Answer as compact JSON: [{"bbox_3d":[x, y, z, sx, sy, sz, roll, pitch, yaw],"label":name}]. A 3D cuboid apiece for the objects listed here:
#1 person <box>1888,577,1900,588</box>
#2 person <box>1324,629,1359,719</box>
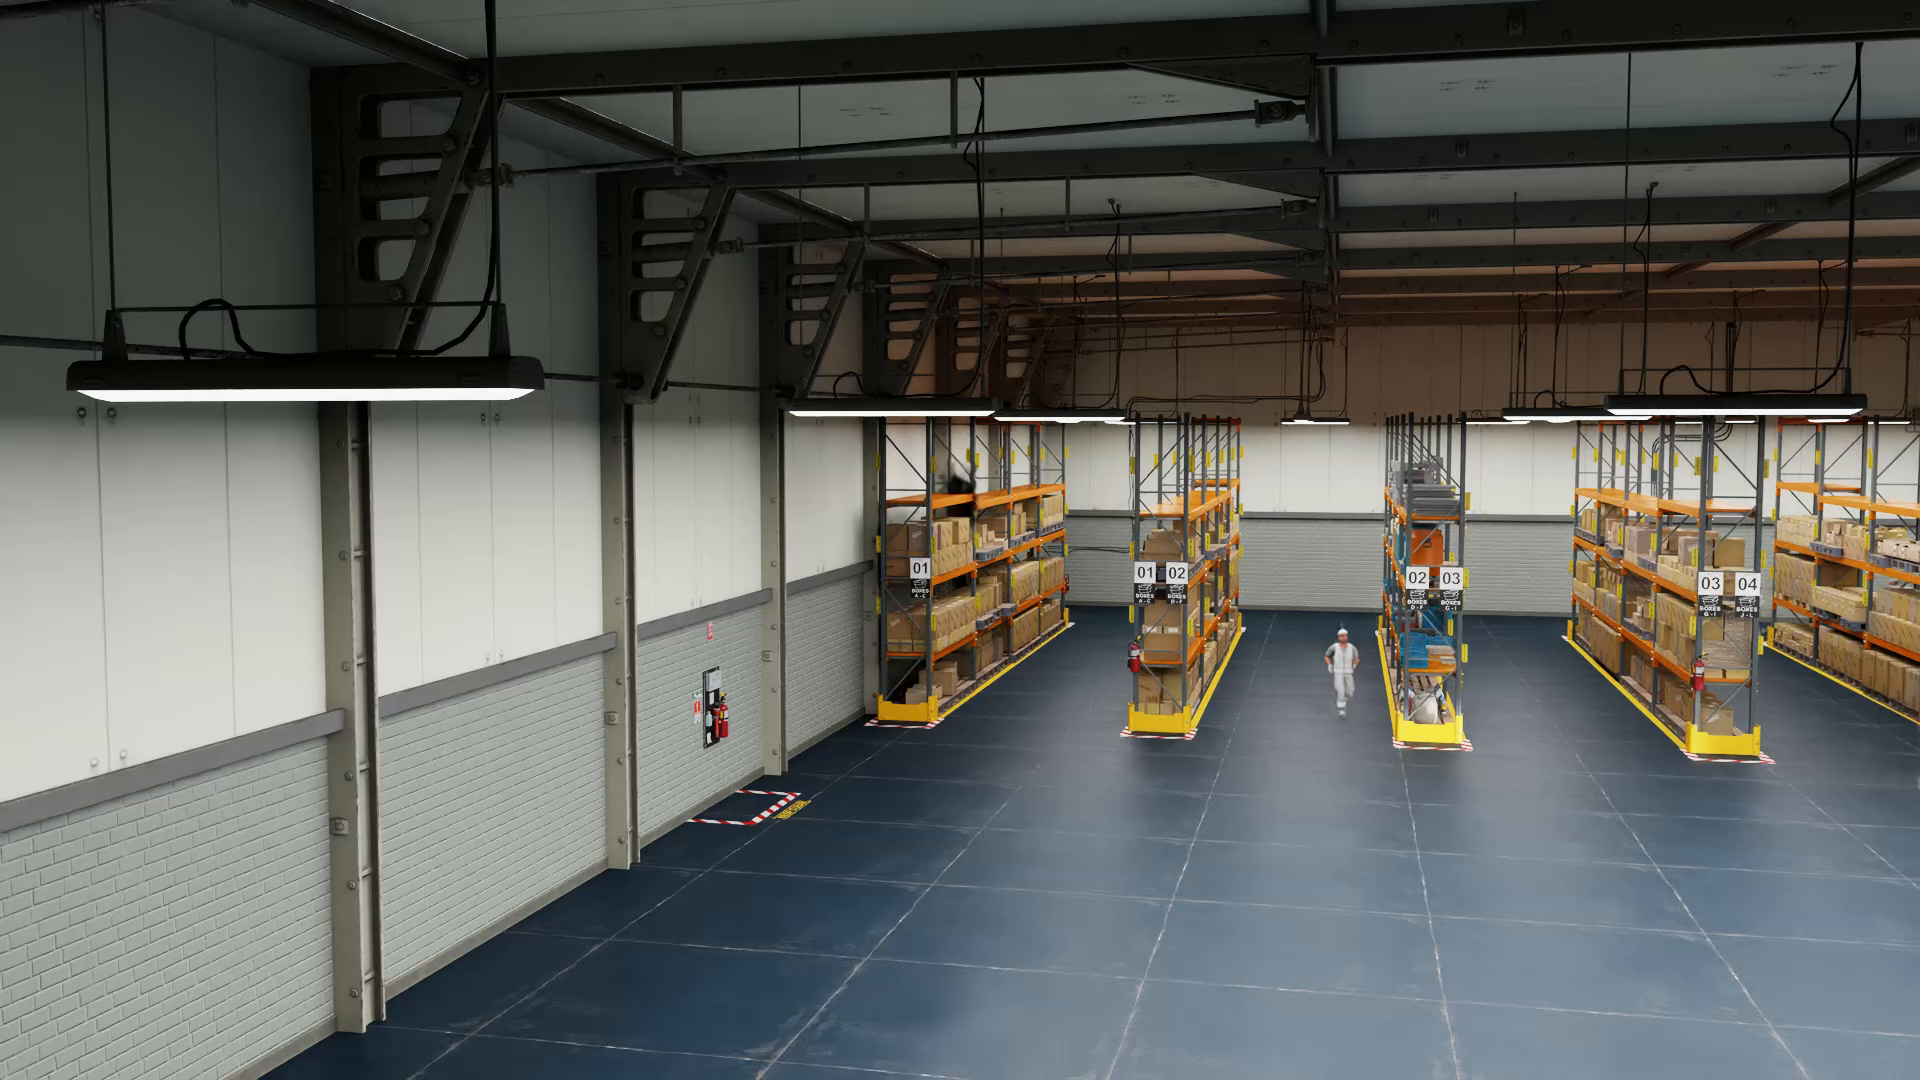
[{"bbox_3d":[25.164,1.396,44.926,0.578,0.831,0.582,-1,4,-9],"label":"person"},{"bbox_3d":[7.535,2.632,32.785,0.663,1.748,0.780,0,4,1],"label":"person"}]
